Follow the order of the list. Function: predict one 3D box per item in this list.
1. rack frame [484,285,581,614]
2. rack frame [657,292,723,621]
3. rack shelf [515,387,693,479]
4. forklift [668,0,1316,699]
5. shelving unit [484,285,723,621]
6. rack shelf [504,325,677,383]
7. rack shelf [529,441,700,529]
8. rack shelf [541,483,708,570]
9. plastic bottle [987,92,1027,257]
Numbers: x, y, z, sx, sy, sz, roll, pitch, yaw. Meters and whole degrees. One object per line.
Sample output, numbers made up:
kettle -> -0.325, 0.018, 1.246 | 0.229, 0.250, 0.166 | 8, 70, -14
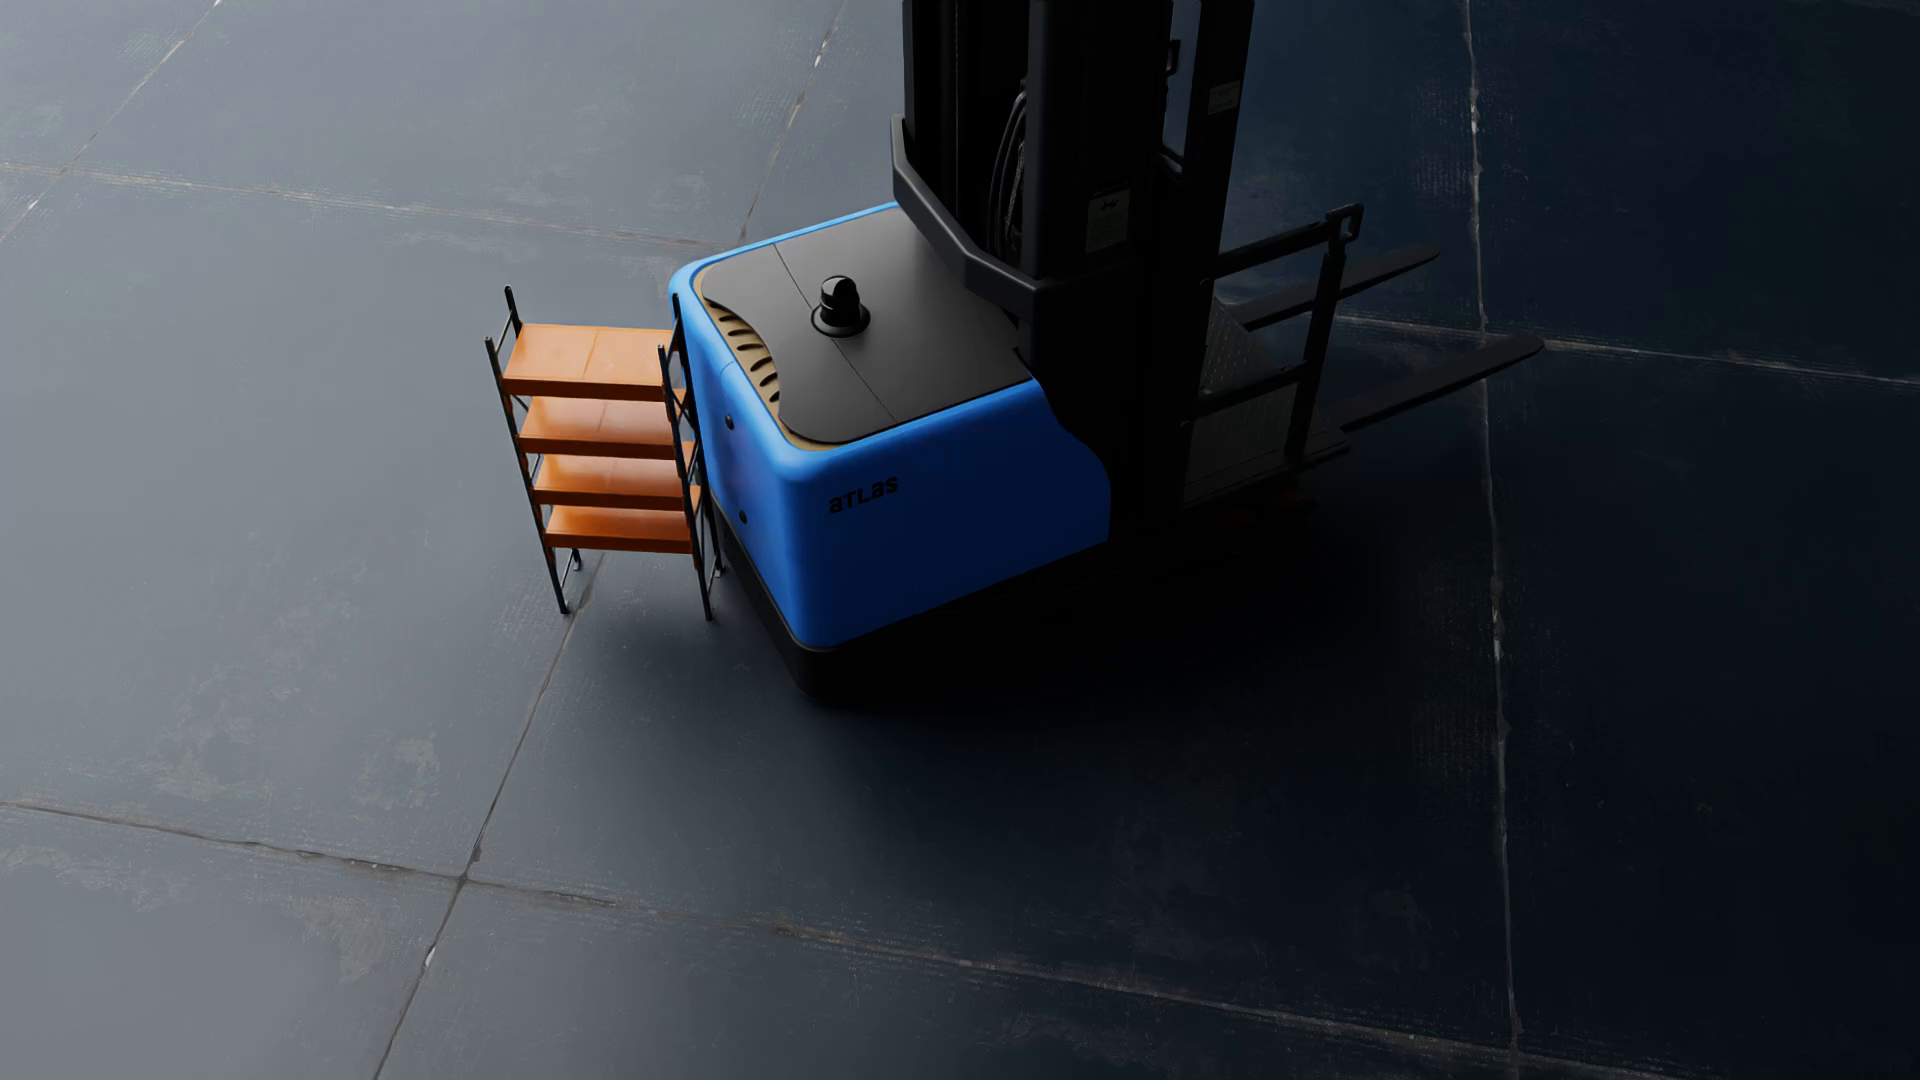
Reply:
rack frame -> -1.312, -0.245, 5.164 | 0.015, 1.200, 0.240 | 3, 48, 3
rack frame -> -0.825, -0.221, 5.142 | 0.015, 1.200, 0.240 | 3, 48, 3
rack shelf -> -1.068, -0.338, 5.036 | 0.480, 0.148, 0.258 | 3, 48, 3
forklift -> 0.160, -1.057, 4.772 | 1.939, 2.867, 1.129 | -21, 51, -18
shelving unit -> -14.175, -2.538, 6.720 | 27.029, 1.949, 4.000 | 3, 48, 3
rack shelf -> -1.068, -0.522, 4.831 | 0.457, 0.050, 0.221 | 3, 48, 3
rack shelf -> -14.181, -2.691, 6.550 | 27.018, 1.490, 4.000 | 3, 48, 3
rack shelf -> -1.068, -0.055, 5.351 | 0.480, 0.148, 0.258 | 3, 48, 3
plastic bottle -> -18.409, -5.004, 8.790 | 38.913, 1.202, 4.536 | 8, 49, 7
